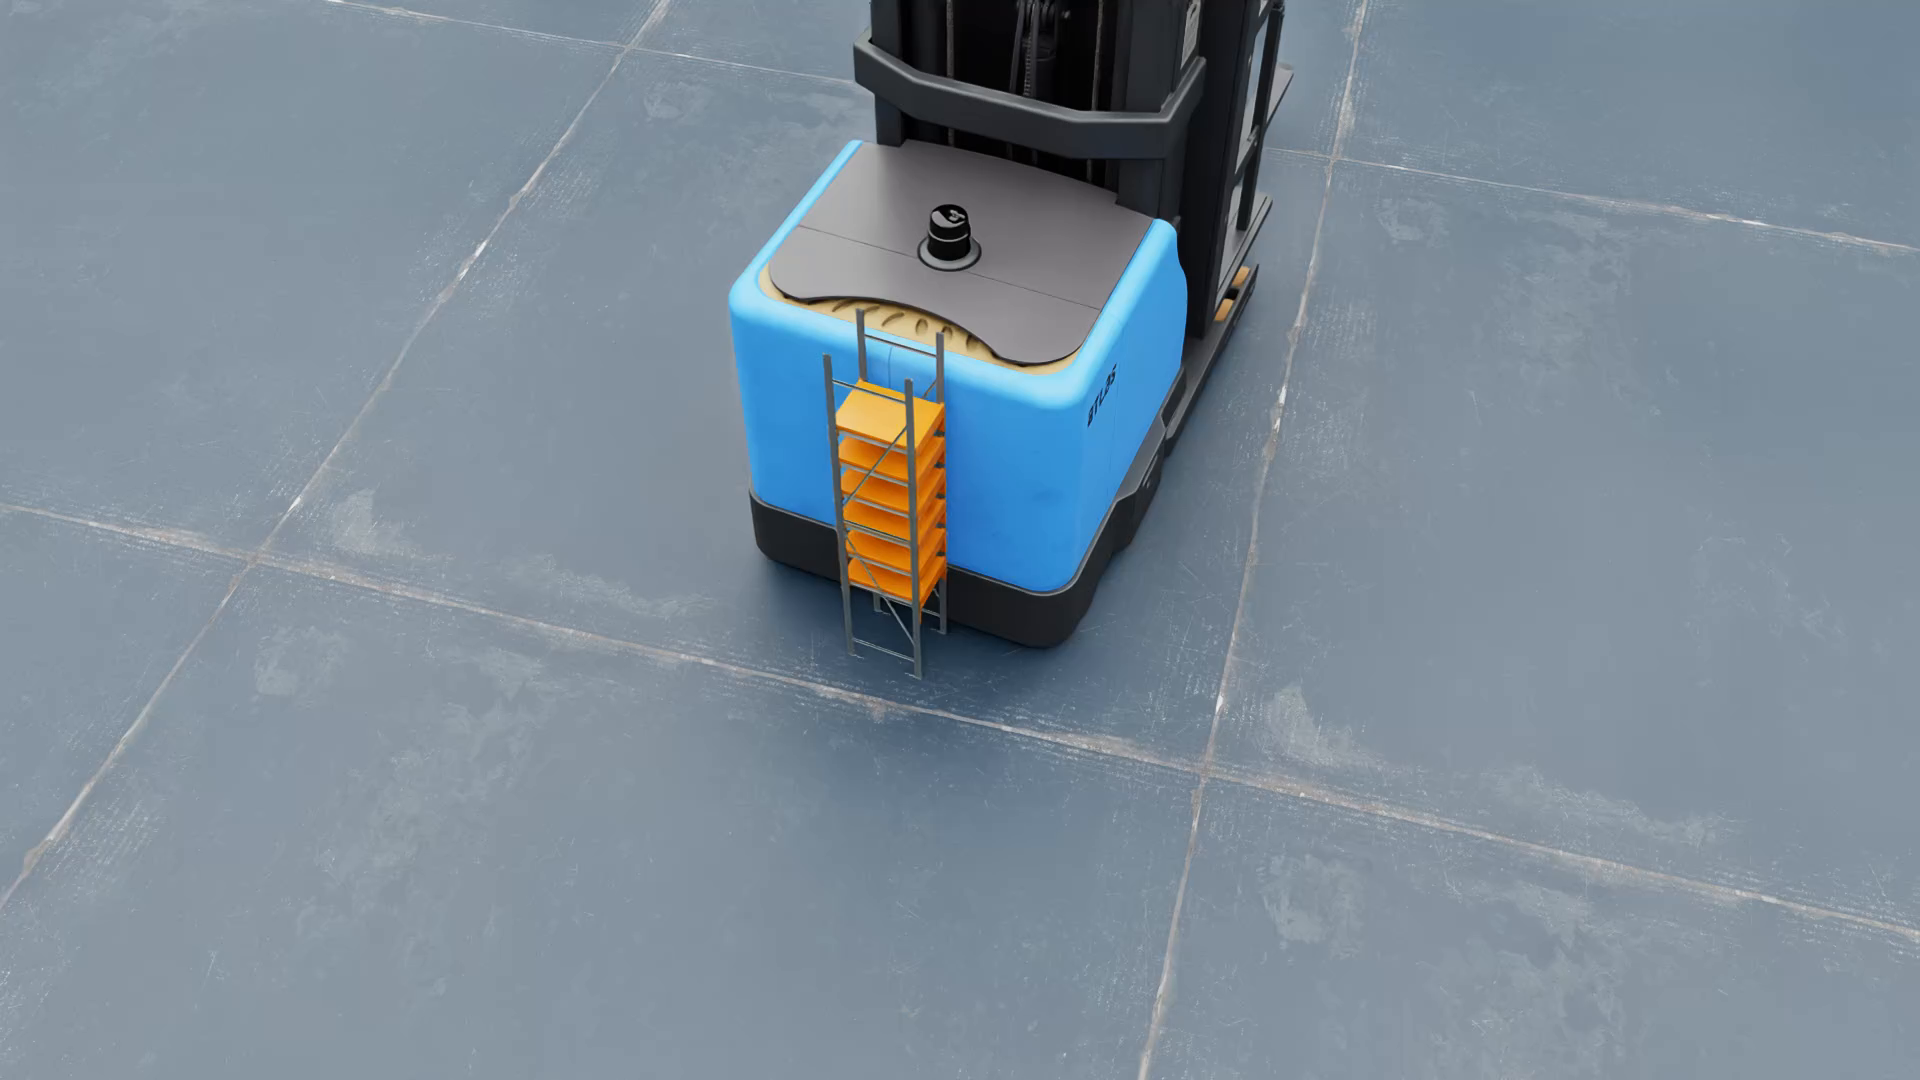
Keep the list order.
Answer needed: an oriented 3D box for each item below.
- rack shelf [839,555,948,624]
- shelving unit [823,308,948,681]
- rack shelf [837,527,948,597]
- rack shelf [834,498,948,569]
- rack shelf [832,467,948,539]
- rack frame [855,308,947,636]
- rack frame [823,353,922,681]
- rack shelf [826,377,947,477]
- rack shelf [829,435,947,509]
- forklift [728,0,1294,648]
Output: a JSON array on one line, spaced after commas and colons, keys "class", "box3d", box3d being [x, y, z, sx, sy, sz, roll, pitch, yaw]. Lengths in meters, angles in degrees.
[{"class": "rack shelf", "box3d": [-0.187, 0.104, 4.737, 0.258, 0.103, 0.180, 18, 51, 15]}, {"class": "shelving unit", "box3d": [-0.187, -0.084, 4.524, 0.258, 1.200, 0.189, 18, 51, 15]}, {"class": "rack shelf", "box3d": [-0.187, 0.025, 4.647, 0.258, 0.103, 0.180, 18, 51, 15]}, {"class": "rack shelf", "box3d": [-0.187, -0.055, 4.557, 0.258, 0.103, 0.180, 18, 51, 15]}, {"class": "rack shelf", "box3d": [-0.187, -0.134, 4.467, 0.258, 0.103, 0.180, 18, 51, 15]}, {"class": "rack frame", "box3d": [-0.151, -0.147, 4.580, 0.240, 1.200, 0.006, 18, 51, 15]}, {"class": "rack frame", "box3d": [-0.224, -0.021, 4.468, 0.240, 1.200, 0.006, 18, 51, 15]}, {"class": "rack shelf", "box3d": [-0.187, -0.293, 4.287, 0.258, 0.103, 0.180, 18, 51, 15]}, {"class": "rack shelf", "box3d": [-0.187, -0.214, 4.377, 0.258, 0.103, 0.180, 18, 51, 15]}, {"class": "forklift", "box3d": [0.416, -1.778, 4.865, 1.130, 2.935, 3.031, 18, 51, 15]}]
